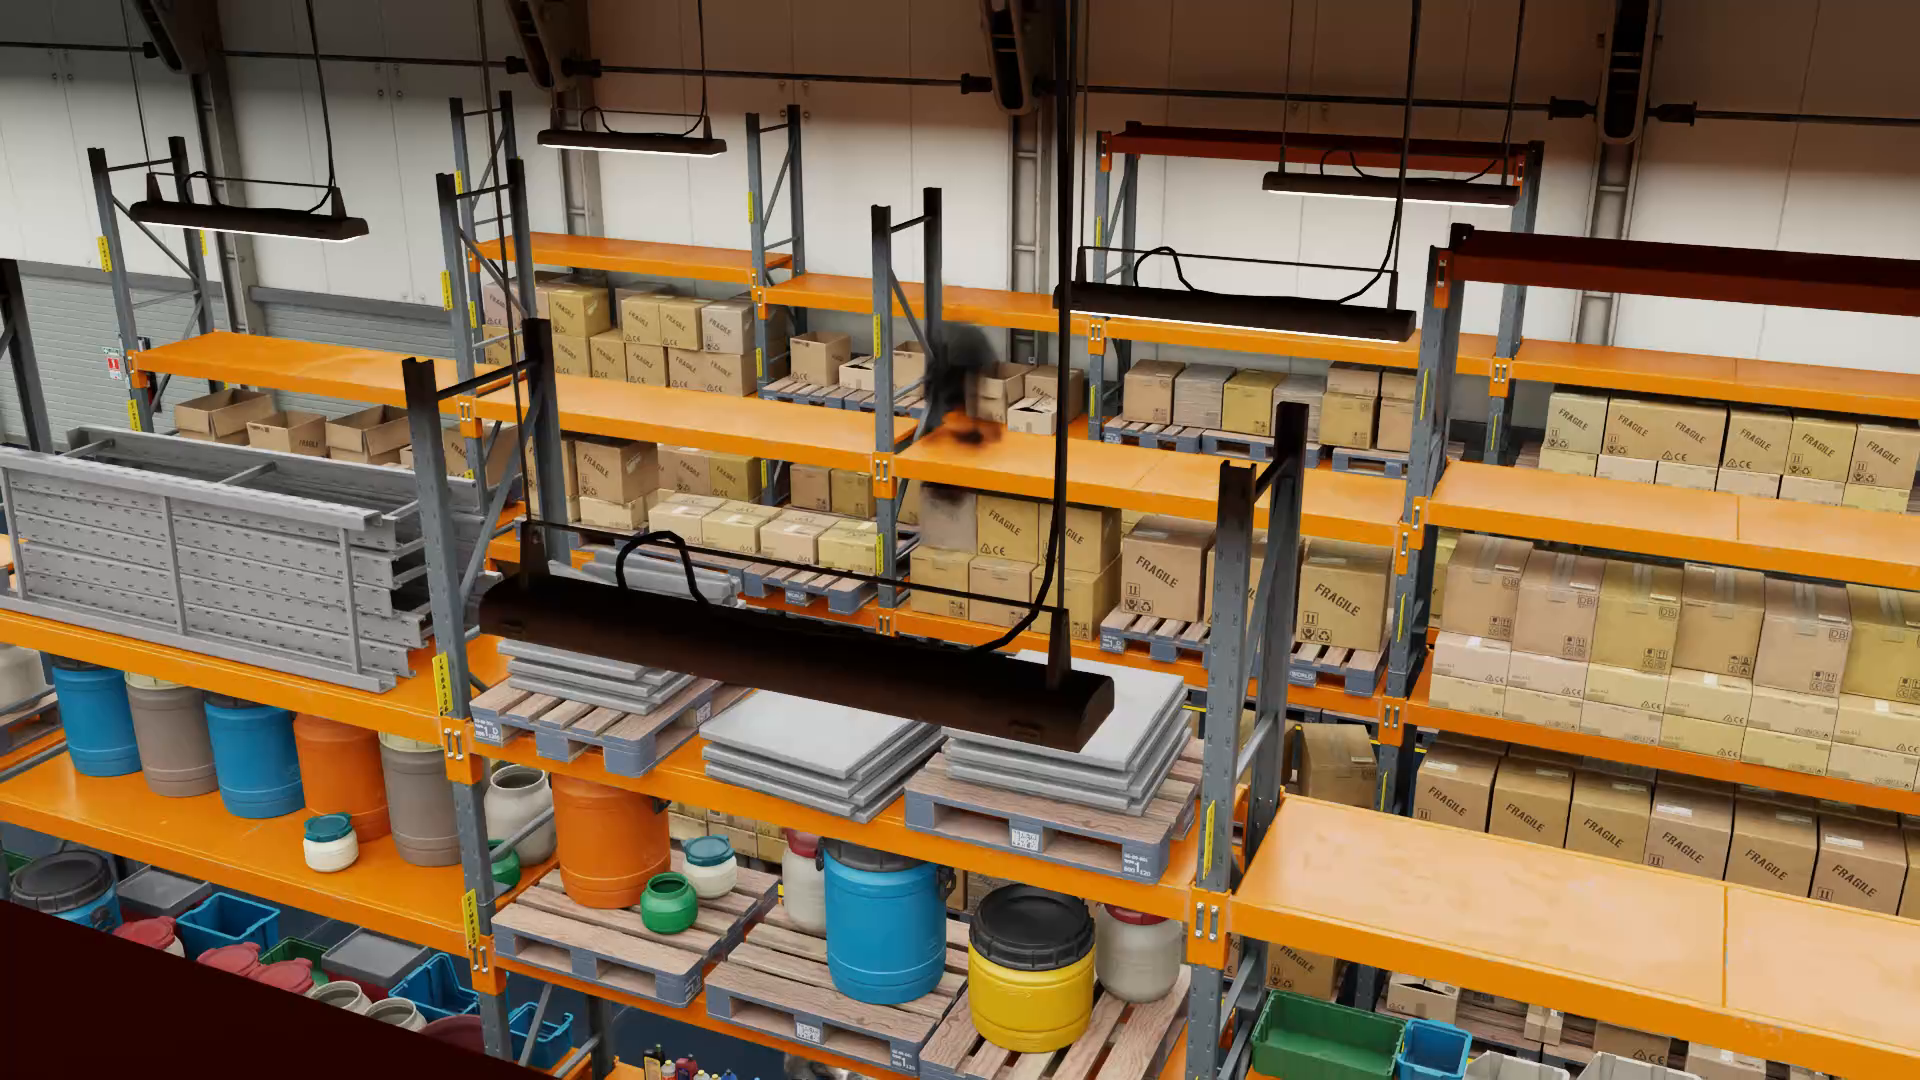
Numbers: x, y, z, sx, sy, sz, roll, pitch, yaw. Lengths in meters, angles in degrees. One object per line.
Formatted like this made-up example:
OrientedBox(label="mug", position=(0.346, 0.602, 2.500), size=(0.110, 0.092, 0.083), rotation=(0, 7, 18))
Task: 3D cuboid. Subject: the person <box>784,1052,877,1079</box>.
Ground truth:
OrientedBox(label="person", position=(-0.939, 3.347, 11.398), size=(0.912, 1.722, 0.659), rotation=(6, 21, 16))
